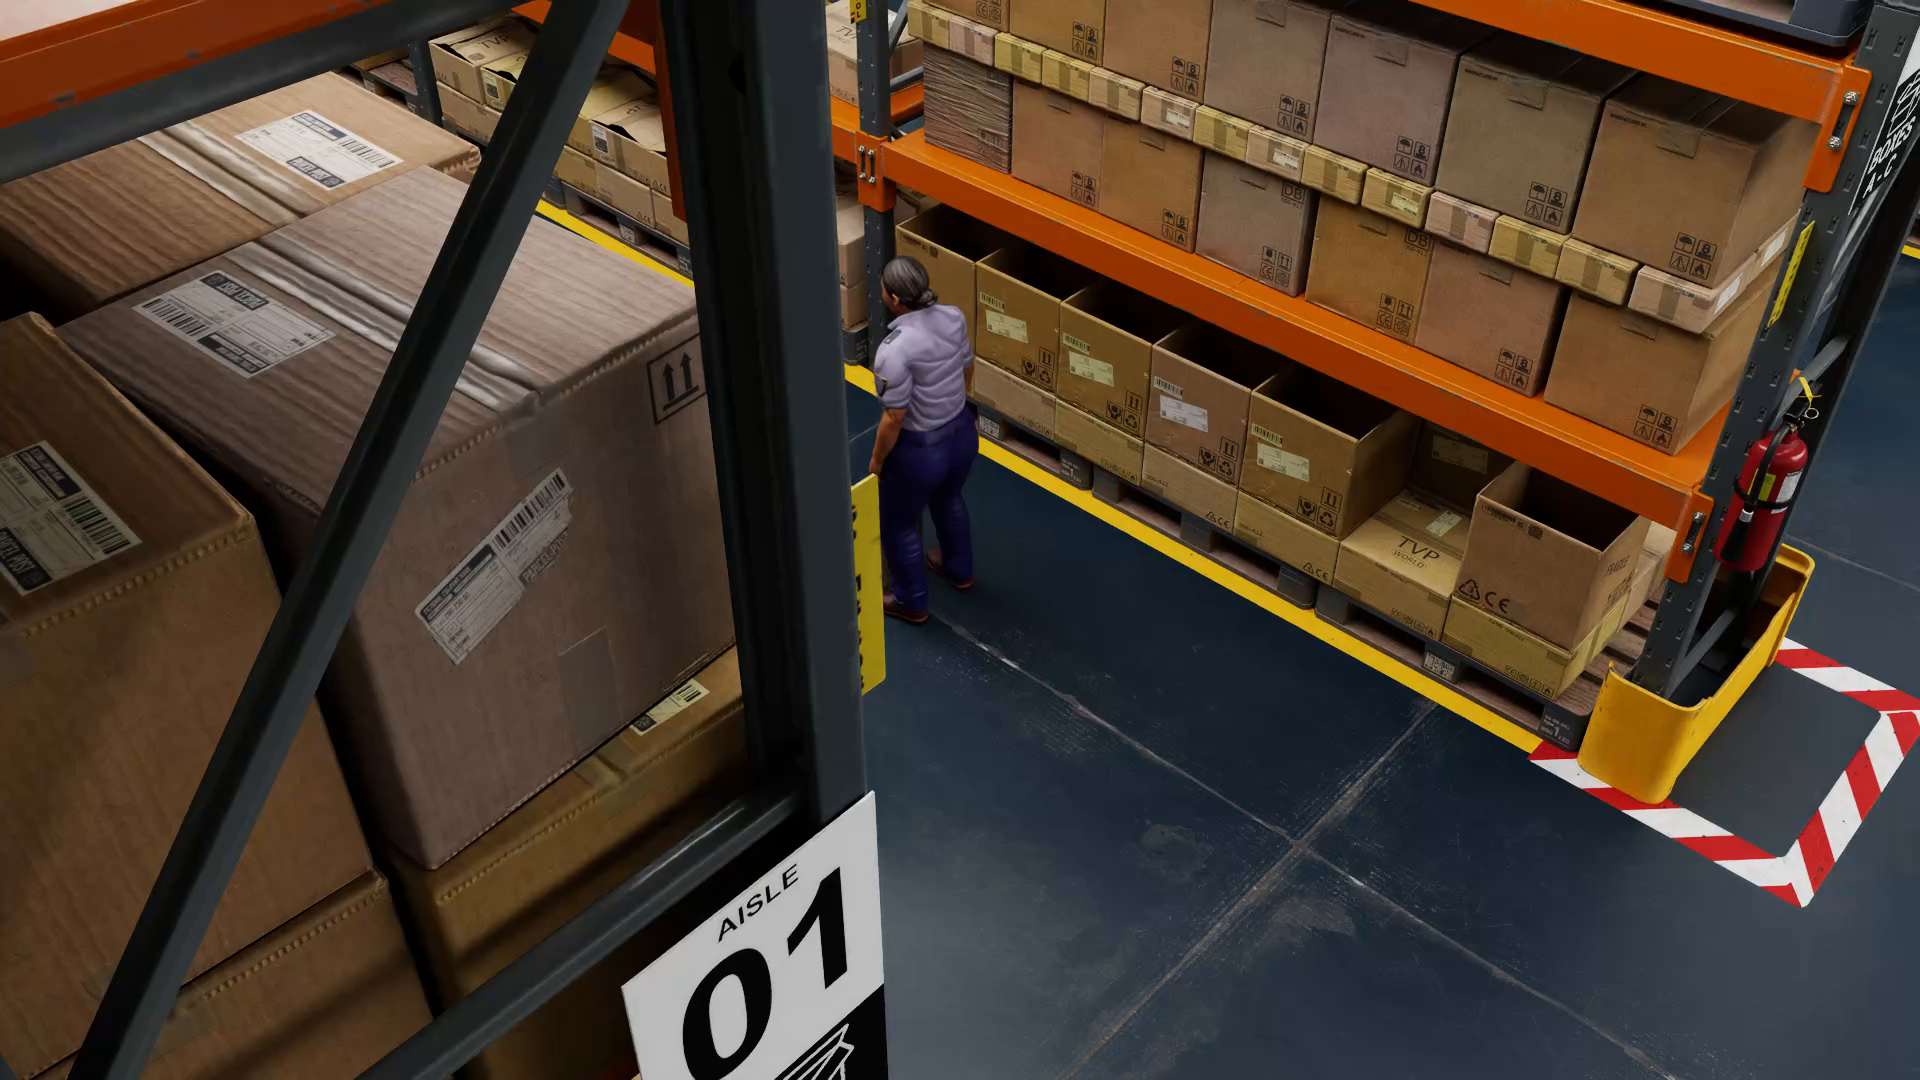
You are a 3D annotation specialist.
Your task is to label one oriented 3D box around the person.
[{"bbox_3d":[-0.145,-0.386,6.639,0.373,1.638,0.535,29,48,31],"label":"person"}]
